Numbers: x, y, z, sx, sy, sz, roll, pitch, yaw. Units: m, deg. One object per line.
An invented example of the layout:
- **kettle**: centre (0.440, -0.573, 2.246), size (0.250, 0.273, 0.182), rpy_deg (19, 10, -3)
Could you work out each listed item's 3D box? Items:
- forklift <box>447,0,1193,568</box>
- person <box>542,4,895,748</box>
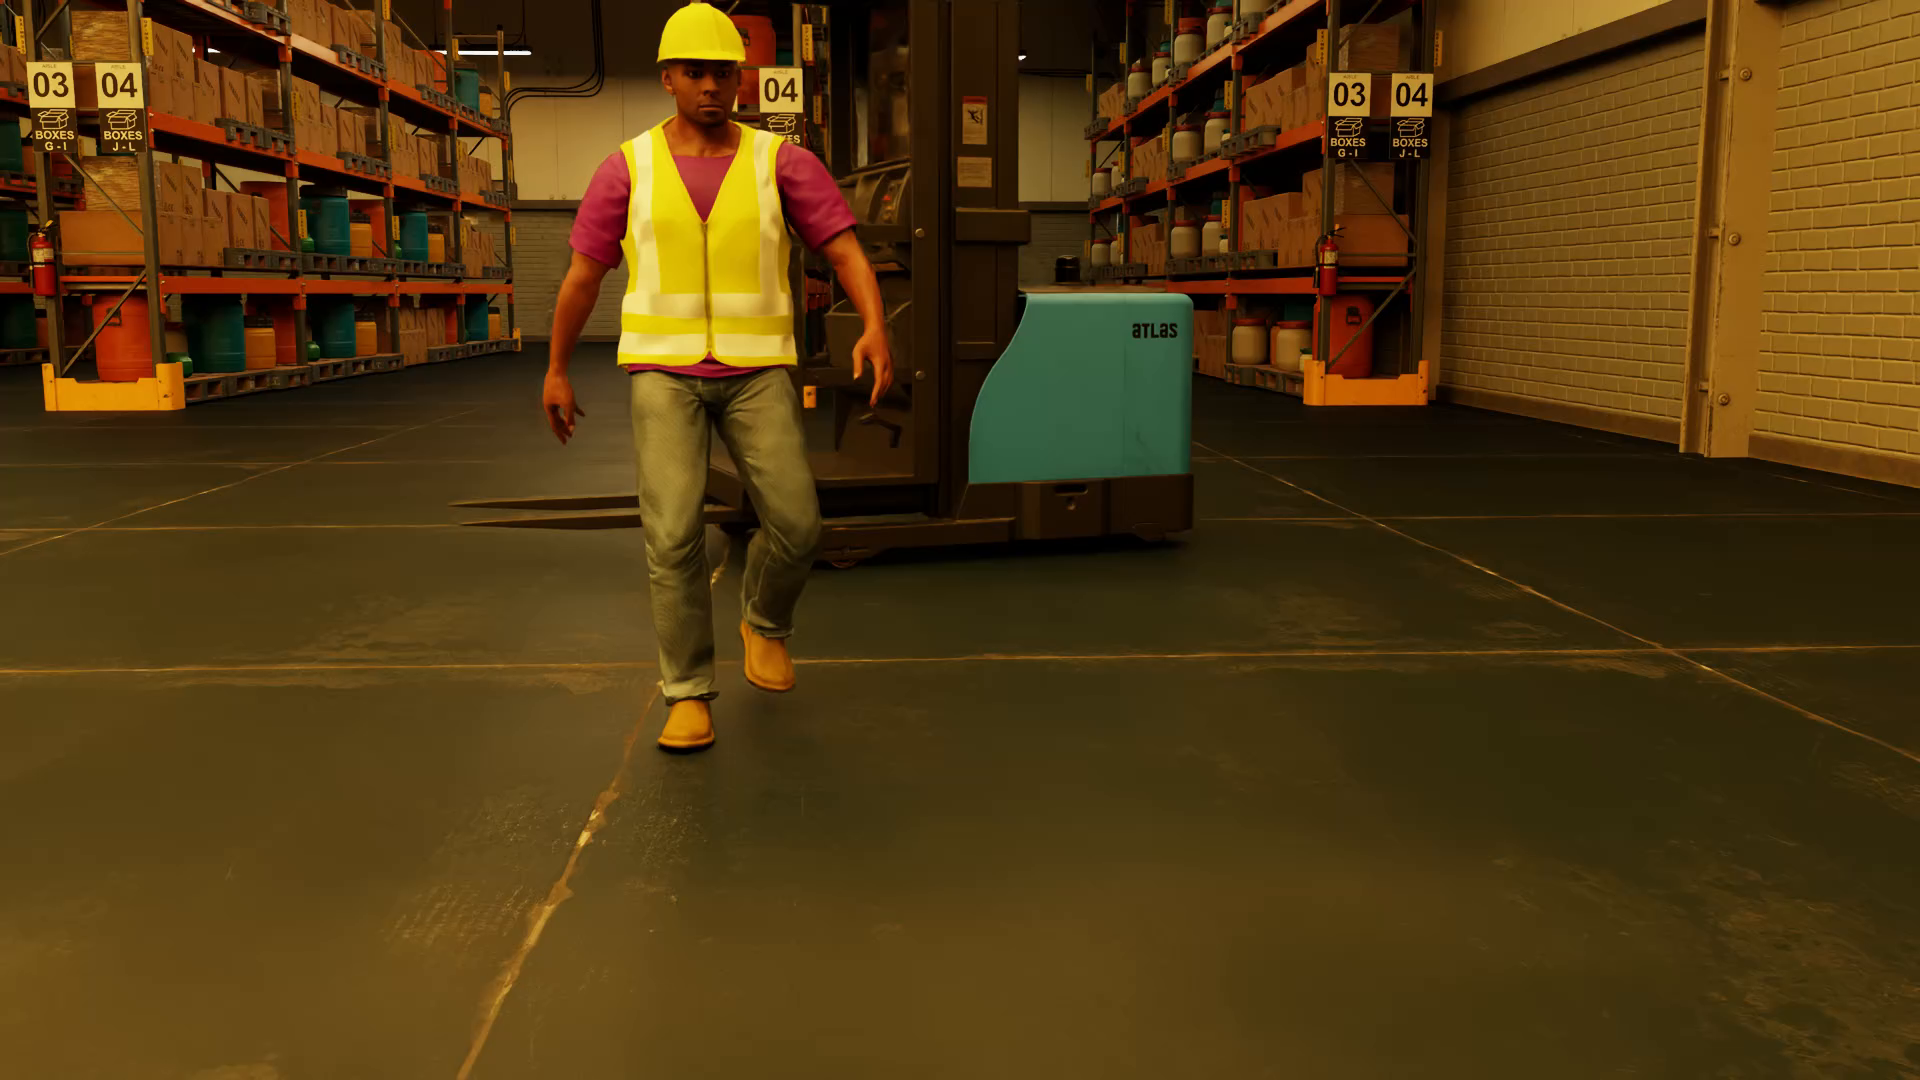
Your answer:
- **forklift**: centre (-0.568, -1.415, 6.862), size (3.031, 2.935, 1.130), rpy_deg (-3, 9, -21)
- **person**: centre (-0.604, -0.401, 4.064), size (0.829, 1.747, 0.583), rpy_deg (-2, 9, -11)
